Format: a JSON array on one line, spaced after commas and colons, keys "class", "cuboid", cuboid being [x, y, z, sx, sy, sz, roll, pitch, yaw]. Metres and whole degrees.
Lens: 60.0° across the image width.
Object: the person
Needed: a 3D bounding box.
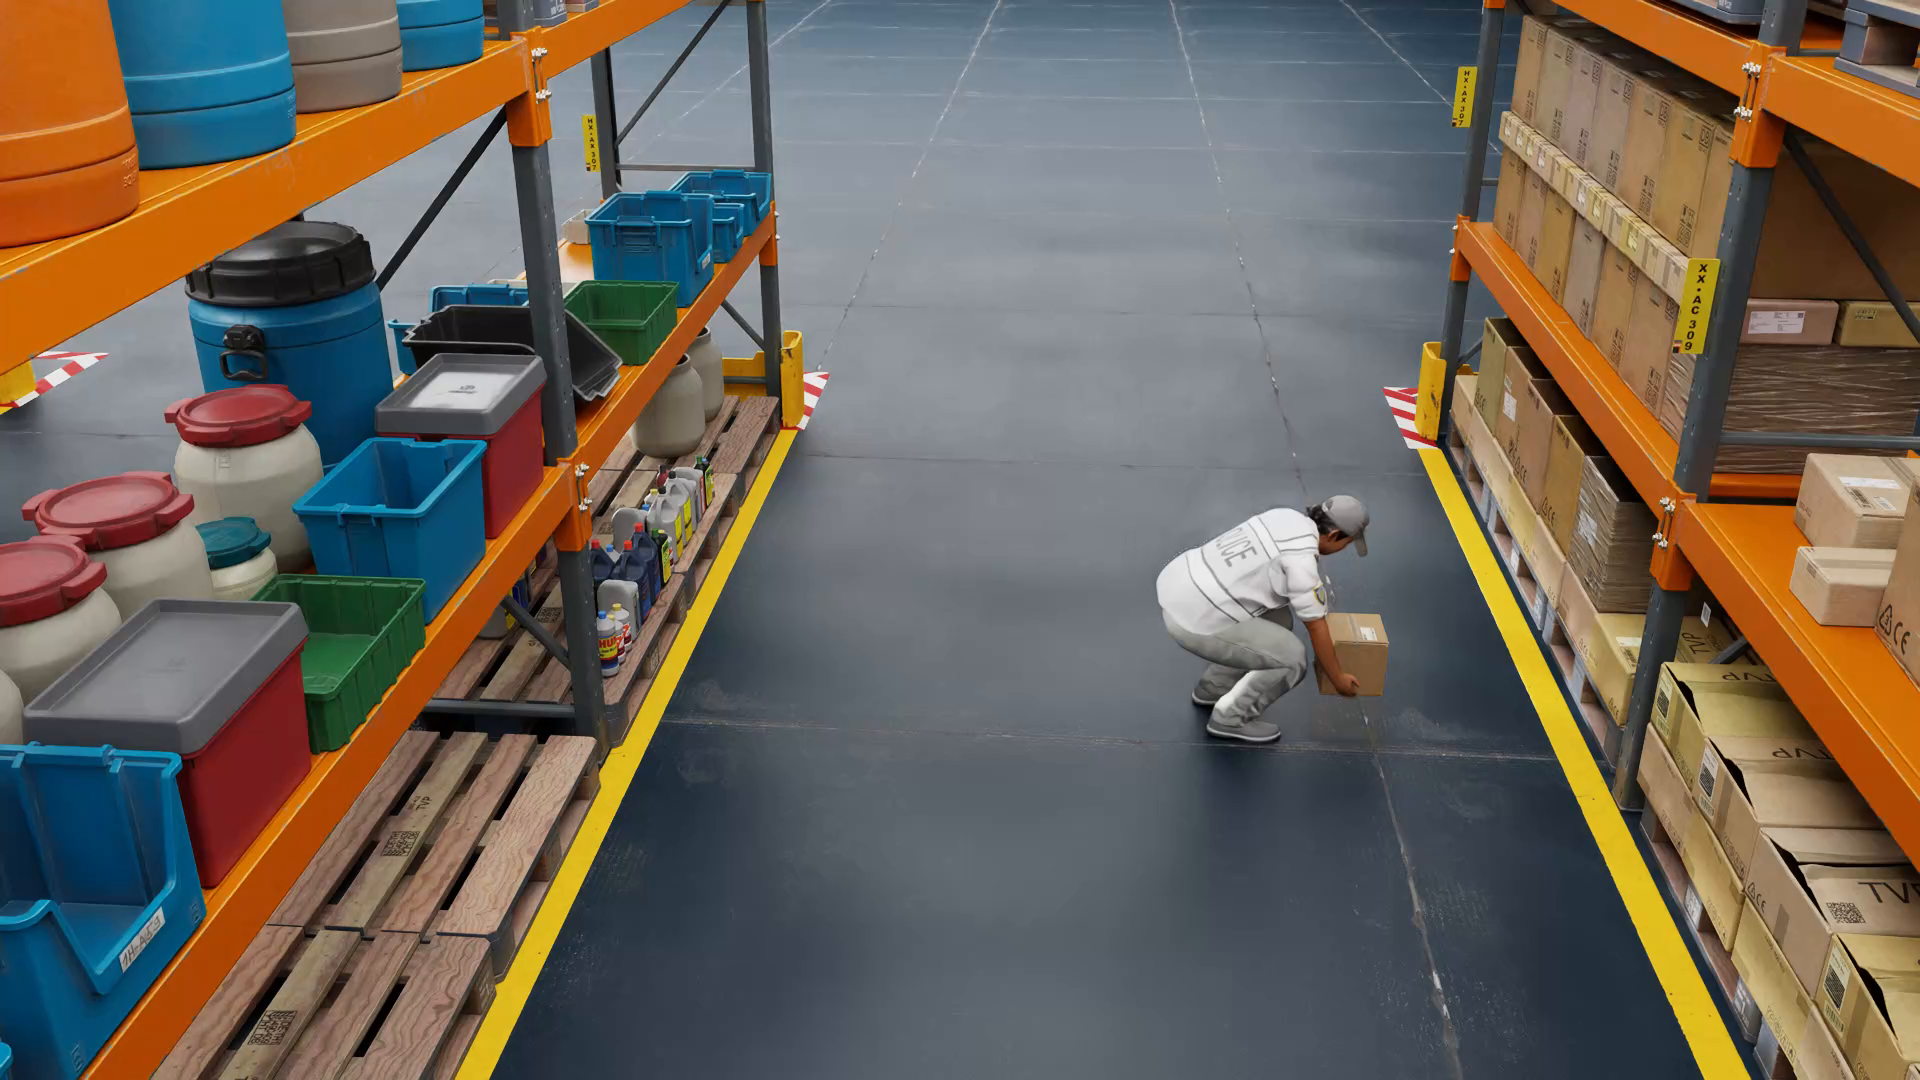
[{"class": "person", "cuboid": [1.227, 0.291, 6.772, 0.817, 1.002, 0.520, 2, 25, 4]}]
